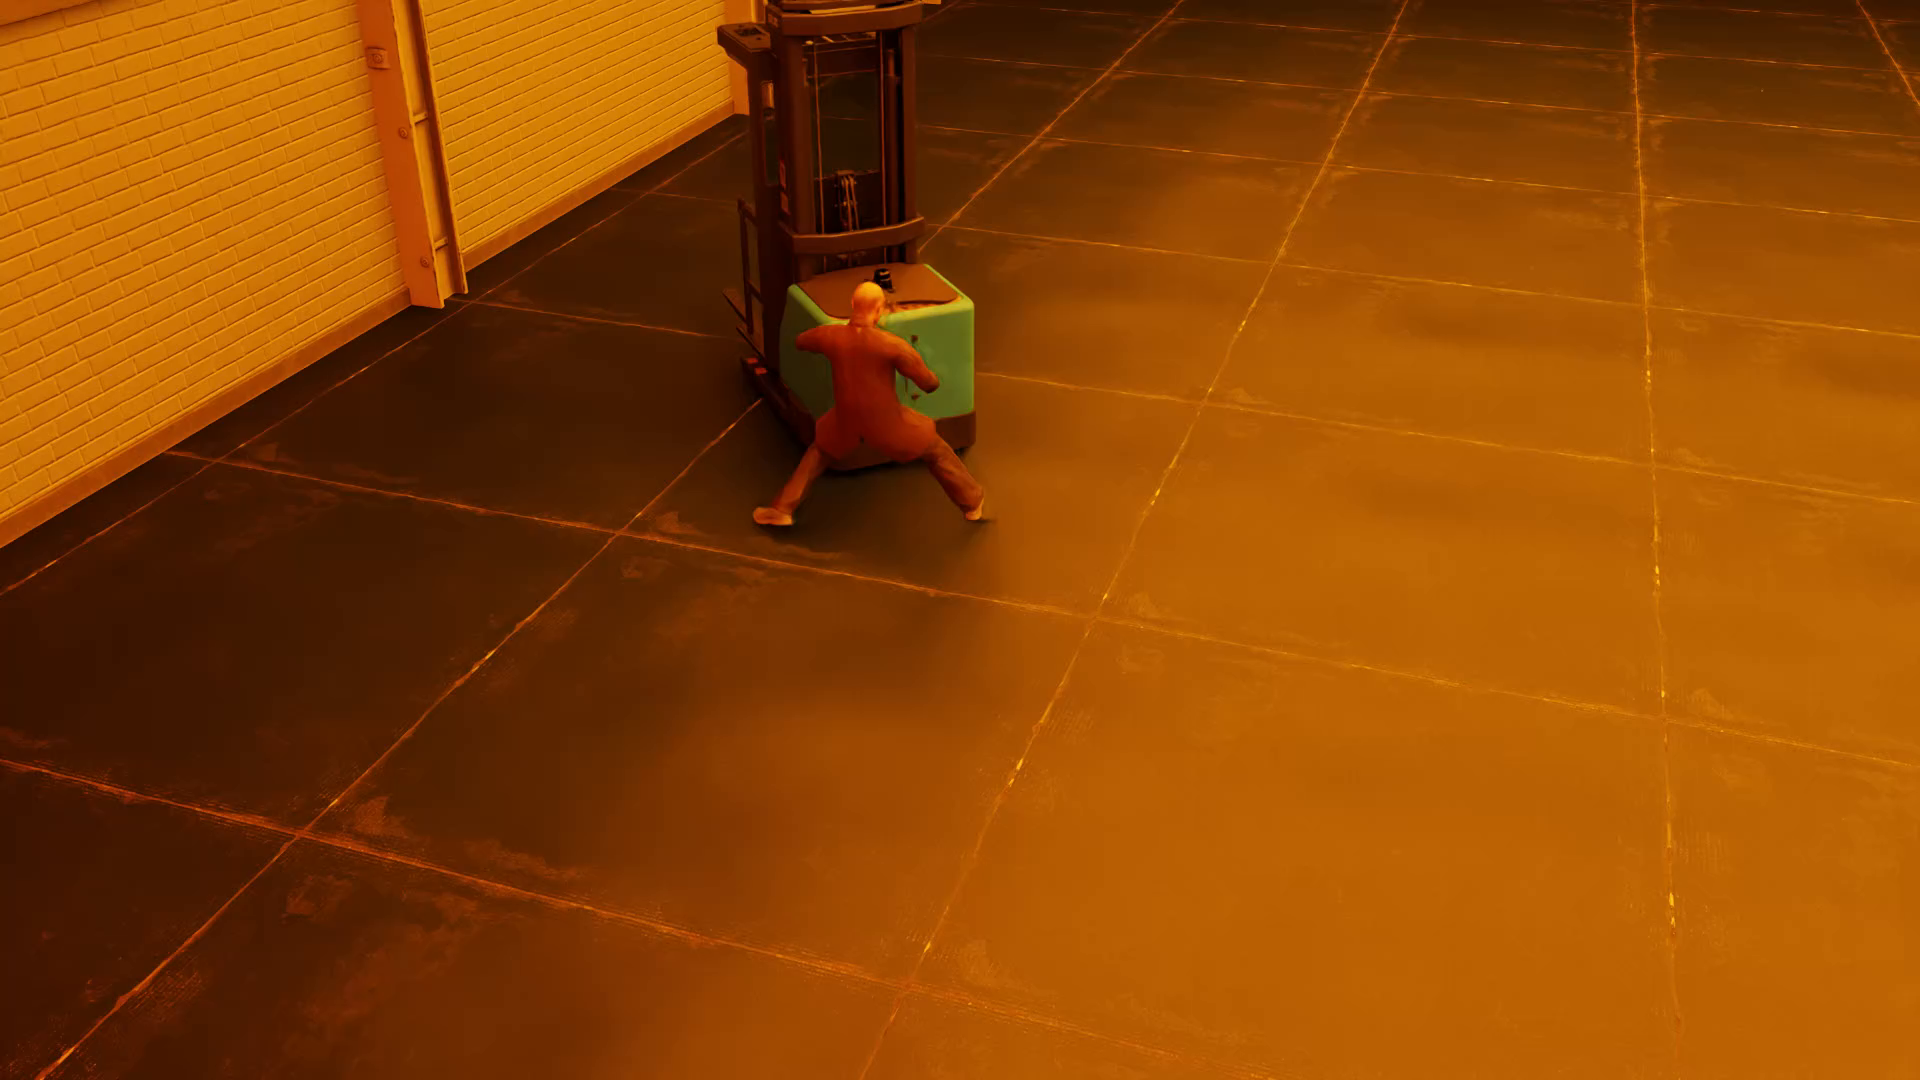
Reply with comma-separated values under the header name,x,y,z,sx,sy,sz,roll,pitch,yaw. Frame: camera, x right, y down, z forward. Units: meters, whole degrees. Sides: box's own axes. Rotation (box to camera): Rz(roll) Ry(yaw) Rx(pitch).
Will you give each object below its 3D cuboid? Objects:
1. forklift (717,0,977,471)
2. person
name,x,y,z,sx,sy,sz,roll,pitch,yaw
forklift,-0.950,-2.430,11.399,1.130,2.935,3.031,-12,32,-21
person,-0.550,-0.837,9.992,1.302,1.565,0.997,12,32,20
